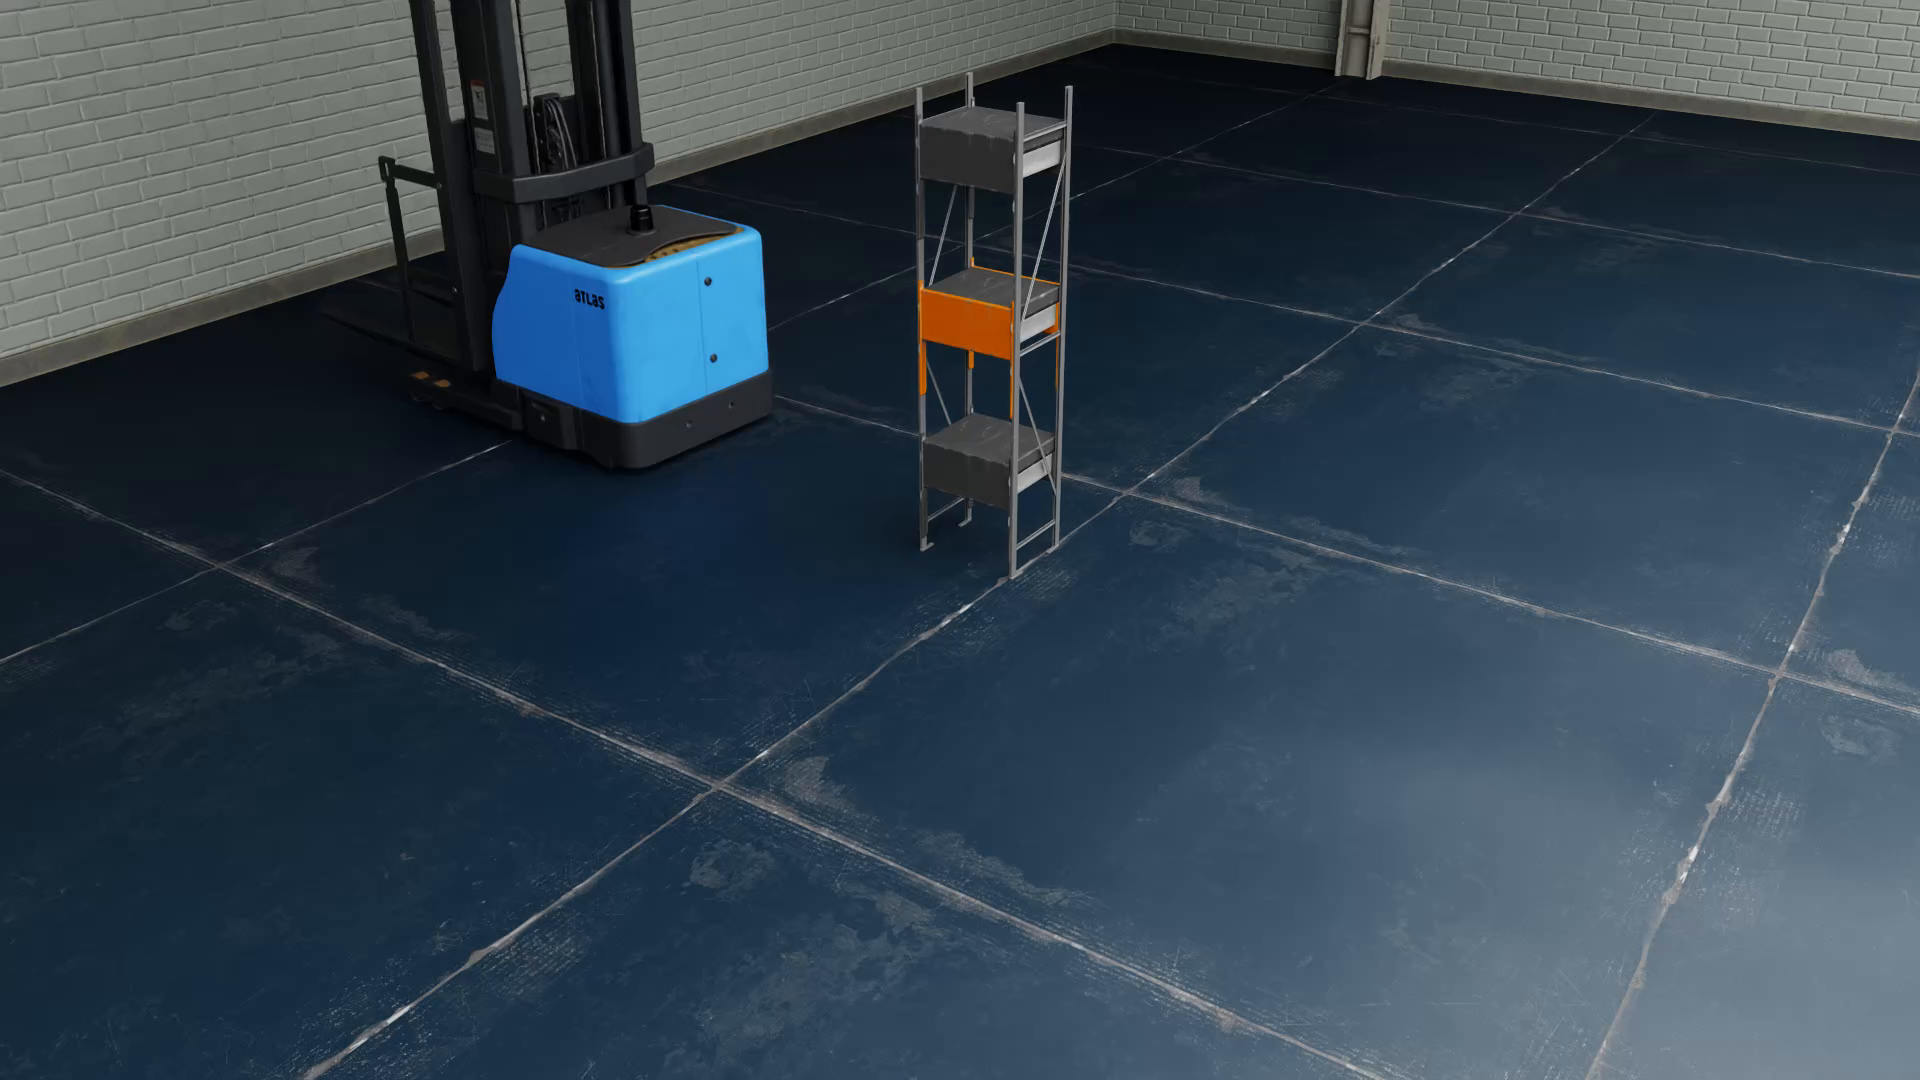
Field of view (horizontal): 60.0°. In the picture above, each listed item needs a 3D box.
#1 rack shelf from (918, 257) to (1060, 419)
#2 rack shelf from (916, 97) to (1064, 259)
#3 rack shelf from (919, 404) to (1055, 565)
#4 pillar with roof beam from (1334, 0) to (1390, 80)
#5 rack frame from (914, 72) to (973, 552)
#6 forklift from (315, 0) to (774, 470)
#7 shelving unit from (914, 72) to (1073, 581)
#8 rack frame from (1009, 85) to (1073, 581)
[{"bbox_3d":[0.136,-0.881,7.196,0.480,0.518,0.431,17,32,30],"label":"rack shelf"},{"bbox_3d":[0.136,-1.505,6.879,0.480,0.518,0.431,17,32,30],"label":"rack shelf"},{"bbox_3d":[0.136,-0.257,7.514,0.480,0.518,0.431,17,32,30],"label":"rack shelf"},{"bbox_3d":[1.679,-7.210,11.996,0.400,9.000,9.100,17,32,30],"label":"pillar with roof beam"},{"bbox_3d":[-0.065,-0.956,7.313,0.015,2.100,0.400,17,32,30],"label":"rack frame"},{"bbox_3d":[-2.475,-2.188,8.818,3.031,2.935,1.130,20,33,33],"label":"forklift"},{"bbox_3d":[0.136,-0.893,7.190,0.503,2.100,0.431,17,32,30],"label":"shelving unit"},{"bbox_3d":[0.338,-0.831,7.067,0.015,2.100,0.400,17,32,30],"label":"rack frame"}]
